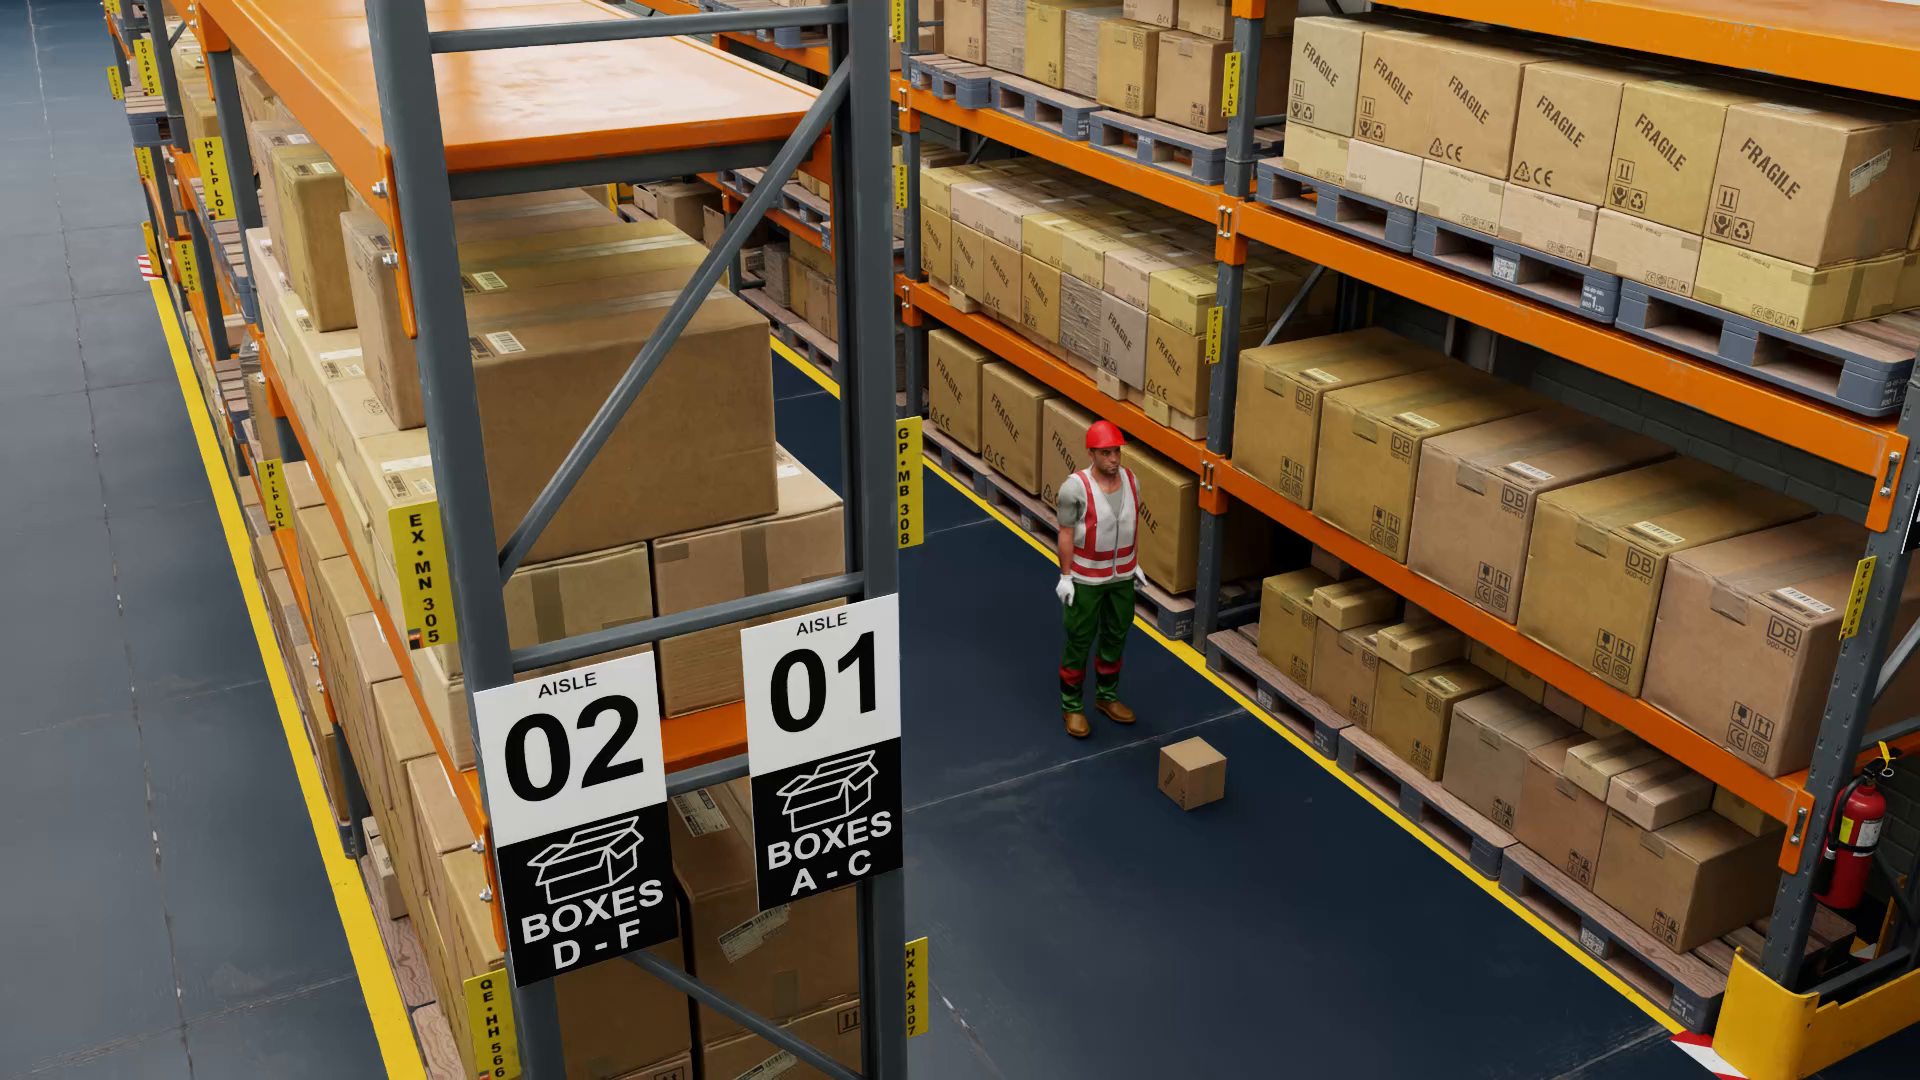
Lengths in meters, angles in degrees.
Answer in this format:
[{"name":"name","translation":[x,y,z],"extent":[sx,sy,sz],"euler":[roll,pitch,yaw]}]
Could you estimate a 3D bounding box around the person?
[{"name":"person","translation":[0.785,0.204,9.145],"extent":[0.535,1.794,0.374],"euler":[-12,28,-24]}]
